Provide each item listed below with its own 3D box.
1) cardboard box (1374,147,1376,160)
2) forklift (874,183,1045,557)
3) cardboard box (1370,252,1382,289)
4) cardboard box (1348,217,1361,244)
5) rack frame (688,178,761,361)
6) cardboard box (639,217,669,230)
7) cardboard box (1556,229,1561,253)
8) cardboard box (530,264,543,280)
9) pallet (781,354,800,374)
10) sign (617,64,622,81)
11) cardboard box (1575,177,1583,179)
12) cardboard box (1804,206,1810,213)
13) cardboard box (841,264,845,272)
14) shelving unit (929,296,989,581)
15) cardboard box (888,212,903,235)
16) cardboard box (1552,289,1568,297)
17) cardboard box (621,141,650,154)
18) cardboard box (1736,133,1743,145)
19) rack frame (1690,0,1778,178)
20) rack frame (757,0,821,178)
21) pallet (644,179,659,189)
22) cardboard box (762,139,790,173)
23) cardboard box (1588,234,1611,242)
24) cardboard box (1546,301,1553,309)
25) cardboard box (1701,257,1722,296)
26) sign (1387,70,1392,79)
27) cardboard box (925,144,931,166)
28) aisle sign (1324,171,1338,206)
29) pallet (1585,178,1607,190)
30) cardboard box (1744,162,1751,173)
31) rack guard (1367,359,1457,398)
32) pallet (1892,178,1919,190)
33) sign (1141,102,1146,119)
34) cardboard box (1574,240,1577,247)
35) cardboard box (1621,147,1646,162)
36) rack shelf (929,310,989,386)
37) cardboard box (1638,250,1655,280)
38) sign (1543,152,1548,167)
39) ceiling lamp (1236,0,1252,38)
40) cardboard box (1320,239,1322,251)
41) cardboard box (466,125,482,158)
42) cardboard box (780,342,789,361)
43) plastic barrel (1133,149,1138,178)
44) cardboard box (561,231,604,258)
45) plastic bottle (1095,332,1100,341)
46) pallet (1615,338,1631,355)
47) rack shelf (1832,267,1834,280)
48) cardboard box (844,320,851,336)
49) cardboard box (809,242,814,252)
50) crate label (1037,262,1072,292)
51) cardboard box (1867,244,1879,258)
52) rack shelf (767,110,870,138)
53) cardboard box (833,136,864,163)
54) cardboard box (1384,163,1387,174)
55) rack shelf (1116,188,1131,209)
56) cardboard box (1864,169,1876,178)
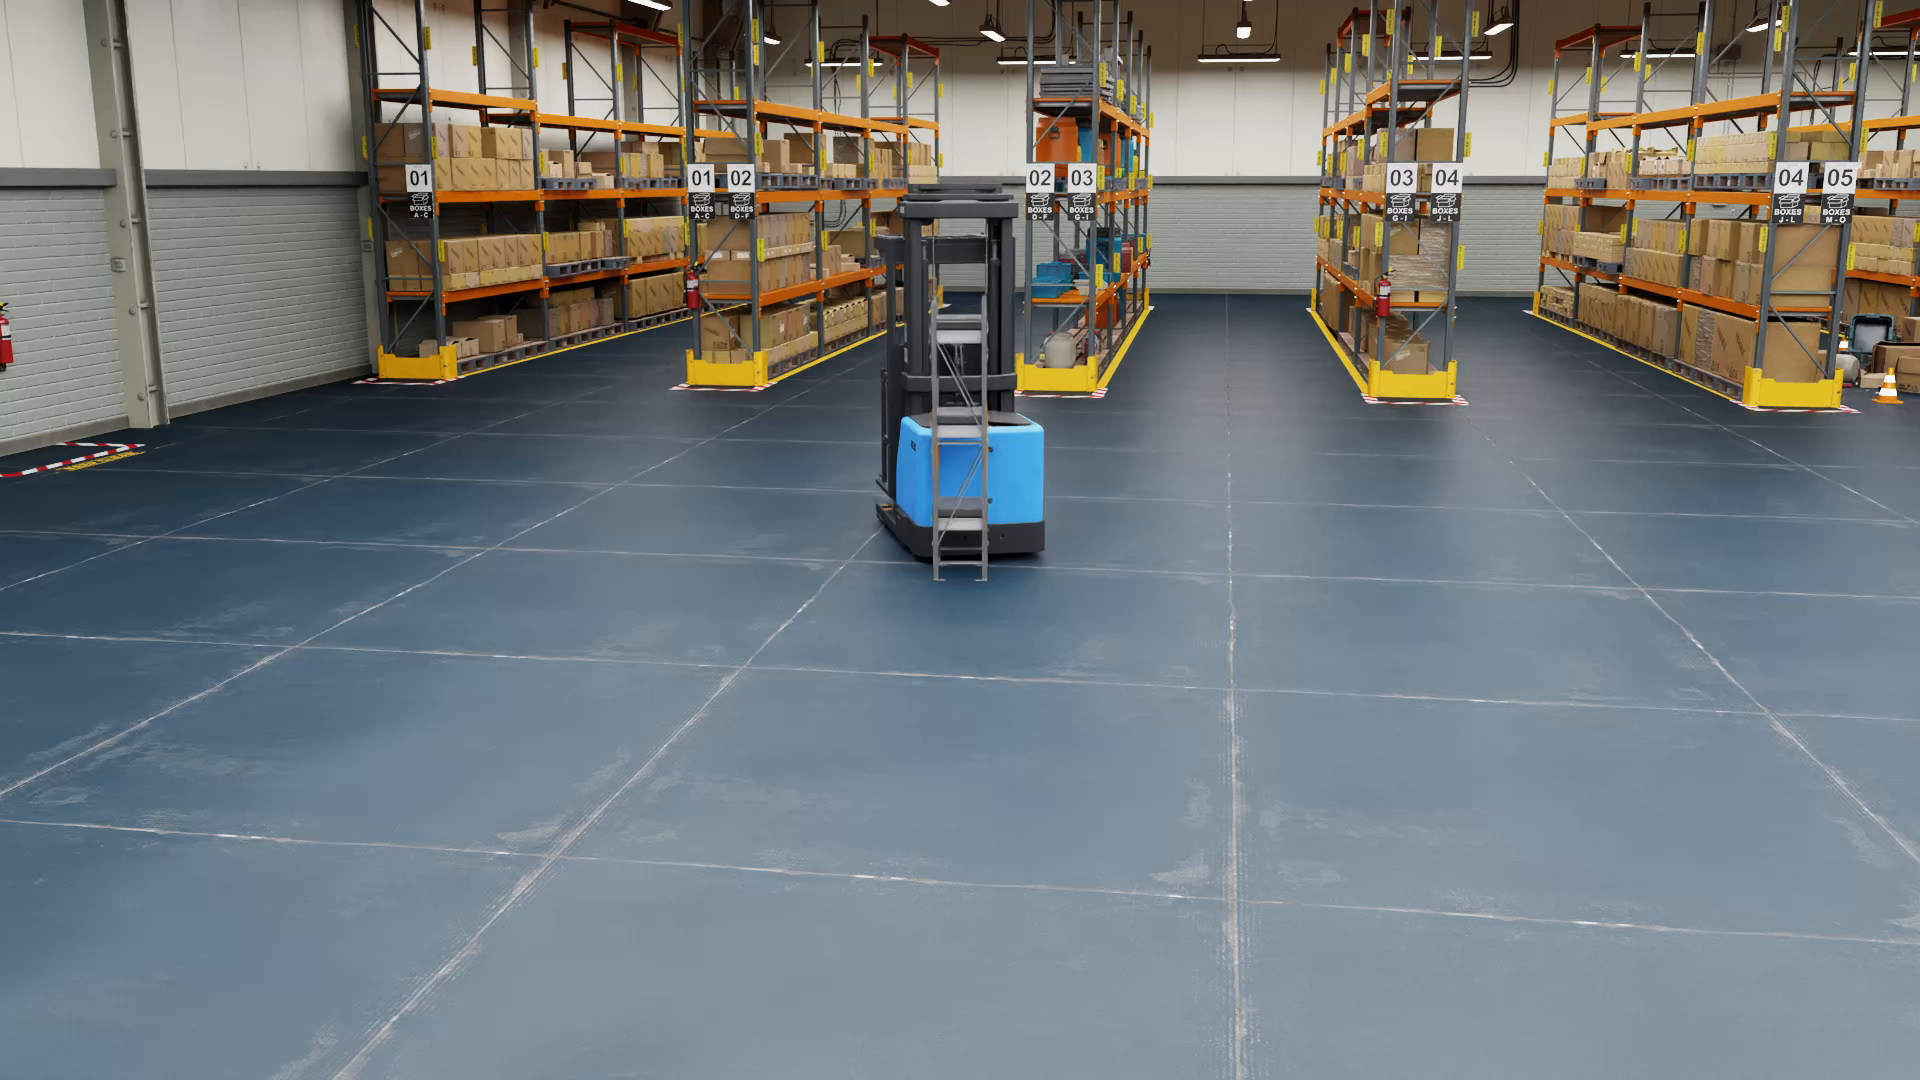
[{"bbox_3d":[7.113,-6.123,26.924,0.797,0.503,0.637,1,12,6],"label":"cardboard box"},{"bbox_3d":[-0.127,-1.561,14.282,1.130,2.935,3.031,-3,12,-12],"label":"forklift"},{"bbox_3d":[6.397,-3.890,23.979,0.875,0.500,0.500,2,12,9],"label":"cardboard box"},{"bbox_3d":[7.686,-5.830,31.307,0.797,0.503,0.637,2,12,11],"label":"cardboard box"},{"bbox_3d":[-3.460,-3.796,24.485,1.000,3.000,0.127,2,12,9],"label":"rack frame"},{"bbox_3d":[-6.496,-6.706,35.220,0.500,0.250,0.500,2,12,10],"label":"cardboard box"},{"bbox_3d":[13.114,-6.412,35.684,0.500,0.500,0.500,2,12,7],"label":"cardboard box"},{"bbox_3d":[-7.514,-4.616,28.601,0.500,0.250,0.500,2,12,9],"label":"cardboard box"},{"bbox_3d":[-3.194,-2.846,26.699,1.003,0.211,1.213,2,12,9],"label":"pallet"},{"bbox_3d":[-6.588,-9.033,32.143,0.100,0.325,0.005,2,12,9],"label":"sign"},{"bbox_3d":[12.867,-7.294,33.955,0.500,0.250,0.500,2,12,10],"label":"cardboard box"},{"bbox_3d":[17.972,-6.952,34.980,0.380,0.149,0.250,2,12,7],"label":"cardboard box"},{"bbox_3d":[-2.371,-5.071,30.999,0.380,0.149,0.250,3,12,13],"label":"cardboard box"},{"bbox_3d":[0.001,-0.767,12.559,0.431,2.100,0.503,0,12,1],"label":"shelving unit"},{"bbox_3d":[-1.264,-6.920,36.373,0.500,0.500,0.500,2,12,10],"label":"cardboard box"},{"bbox_3d":[13.074,-5.353,36.068,0.380,0.149,0.250,2,12,10],"label":"cardboard box"},{"bbox_3d":[-6.845,-8.256,35.000,0.500,0.250,0.500,1,12,7],"label":"cardboard box"},{"bbox_3d":[11.125,-5.625,23.325,0.380,0.149,0.250,2,12,8],"label":"cardboard box"},{"bbox_3d":[11.828,-7.057,25.381,1.000,3.000,0.127,2,12,9],"label":"rack frame"},{"bbox_3d":[-2.845,-7.561,27.717,1.000,3.000,0.127,2,12,9],"label":"rack frame"},{"bbox_3d":[-6.910,-7.363,34.368,1.003,0.211,1.213,2,12,11],"label":"pallet"},{"bbox_3d":[-2.935,-5.921,25.663,0.500,0.500,0.500,2,12,9],"label":"cardboard box"},{"bbox_3d":[12.345,-5.827,32.099,0.380,0.149,0.250,2,12,11],"label":"cardboard box"},{"bbox_3d":[13.138,-5.177,36.665,0.380,0.149,0.250,2,12,9],"label":"cardboard box"},{"bbox_3d":[11.521,-3.897,24.600,0.875,0.550,0.550,2,12,9],"label":"cardboard box"},{"bbox_3d":[8.711,-9.385,33.775,0.100,0.325,0.005,2,12,9],"label":"sign"},{"bbox_3d":[-1.063,-9.023,39.010,0.700,0.500,0.500,2,12,9],"label":"cardboard box"},{"bbox_3d":[8.503,-8.100,38.288,0.394,0.787,0.004,2,12,9],"label":"aisle sign"},{"bbox_3d":[12.702,-6.824,31.861,1.213,0.211,1.003,2,12,9],"label":"pallet"},{"bbox_3d":[11.047,-5.128,22.912,0.380,0.149,0.250,2,12,9],"label":"cardboard box"},{"bbox_3d":[6.339,-2.268,23.329,1.175,0.500,0.348,2,12,9],"label":"rack guard"},{"bbox_3d":[17.396,-6.328,29.564,1.213,0.211,1.003,2,12,11],"label":"pallet"},{"bbox_3d":[3.822,-8.945,34.634,0.100,0.325,0.005,2,12,9],"label":"sign"},{"bbox_3d":[12.543,-5.951,33.380,0.380,0.149,0.250,2,12,10],"label":"cardboard box"},{"bbox_3d":[12.313,-7.047,30.397,0.396,0.266,0.258,2,12,9],"label":"cardboard box"},{"bbox_3d":[-0.003,-1.438,12.416,0.431,0.518,0.480,0,12,1],"label":"rack shelf"},{"bbox_3d":[11.954,-4.711,28.494,0.500,0.500,0.500,2,12,9],"label":"cardboard box"},{"bbox_3d":[13.137,-8.534,37.277,0.100,0.325,0.005,2,12,9],"label":"sign"},{"bbox_3d":[5.916,-11.654,32.854,0.800,3.185,2.000,2,12,9],"label":"ceiling lamp"},{"bbox_3d":[8.293,-6.572,37.021,0.500,0.250,0.500,1,12,7],"label":"cardboard box"},{"bbox_3d":[-7.862,-6.251,26.102,0.500,0.500,0.500,2,12,10],"label":"cardboard box"},{"bbox_3d":[-3.008,-2.969,26.182,0.500,0.250,0.500,2,12,9],"label":"cardboard box"},{"bbox_3d":[3.339,-7.699,34.036,0.600,0.588,0.600,0,12,0],"label":"plastic barrel"},{"bbox_3d":[-7.247,-5.669,31.898,0.700,0.500,0.500,1,12,3],"label":"cardboard box"},{"bbox_3d":[2.205,-3.204,26.983,0.144,0.351,0.185,1,12,6],"label":"plastic bottle"},{"bbox_3d":[12.247,-3.433,29.420,1.003,0.211,1.213,2,12,9],"label":"pallet"},{"bbox_3d":[18.273,-5.715,35.101,1.077,0.370,4.000,2,12,9],"label":"rack shelf"},{"bbox_3d":[-2.302,-3.885,30.432,0.500,0.250,0.500,2,12,10],"label":"cardboard box"},{"bbox_3d":[-2.675,-4.931,27.975,0.380,0.149,0.250,2,12,9],"label":"cardboard box"},{"bbox_3d":[1.449,-4.043,25.552,0.502,0.435,0.616,2,12,9],"label":"crate label"},{"bbox_3d":[17.387,-5.420,31.194,0.500,0.250,0.500,2,12,7],"label":"cardboard box"},{"bbox_3d":[-2.538,-7.430,29.767,1.077,0.370,4.000,2,12,9],"label":"rack shelf"},{"bbox_3d":[-2.157,-7.555,32.201,0.500,0.500,0.500,2,12,9],"label":"cardboard box"},{"bbox_3d":[6.062,-5.130,22.965,0.380,0.149,0.250,2,12,9],"label":"cardboard box"},{"bbox_3d":[2.356,-5.998,29.292,1.077,0.370,4.000,2,12,9],"label":"rack shelf"},{"bbox_3d":[17.425,-6.956,31.588,0.380,0.166,0.250,1,12,5],"label":"cardboard box"}]
